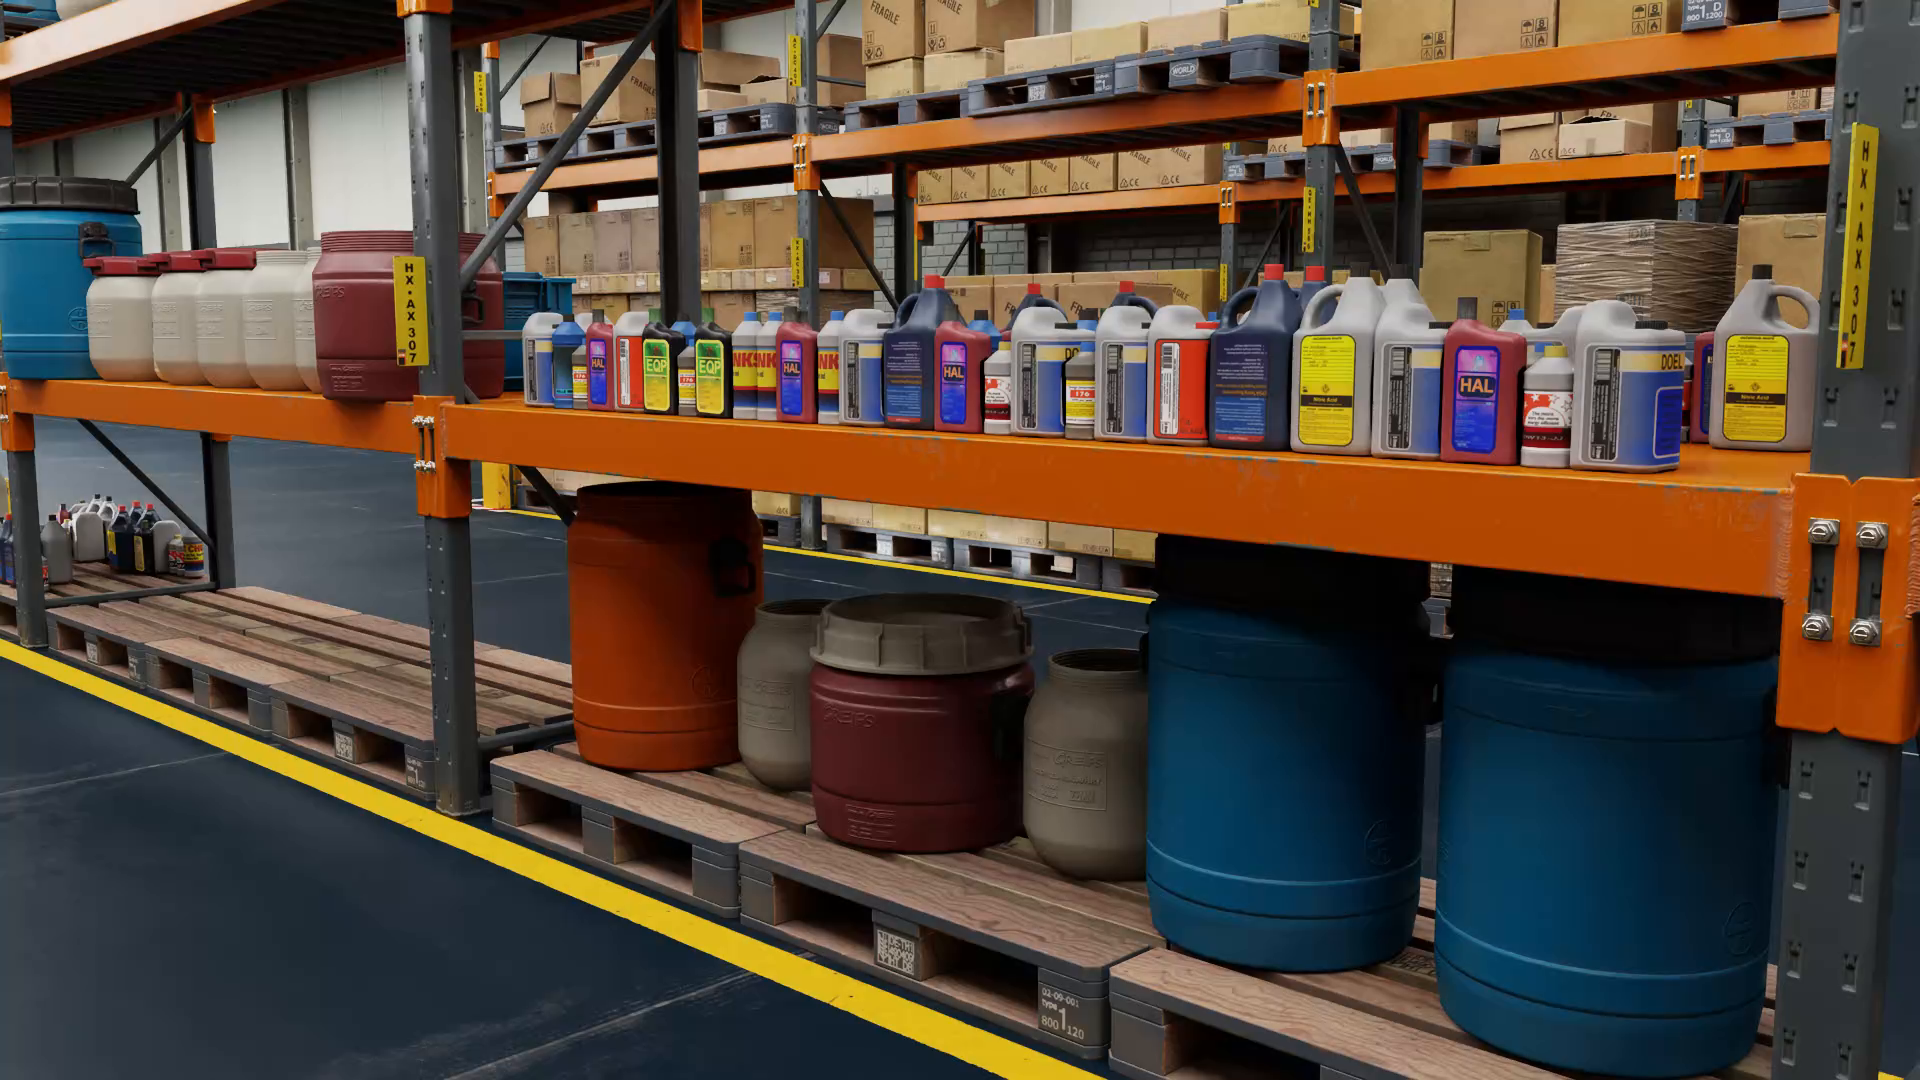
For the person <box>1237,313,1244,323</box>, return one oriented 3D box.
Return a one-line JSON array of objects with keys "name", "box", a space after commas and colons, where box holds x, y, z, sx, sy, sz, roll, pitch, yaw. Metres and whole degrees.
[{"name": "person", "box": [1.160, -0.160, 7.070, 0.482, 1.594, 0.341, 6, 10, 41]}]
